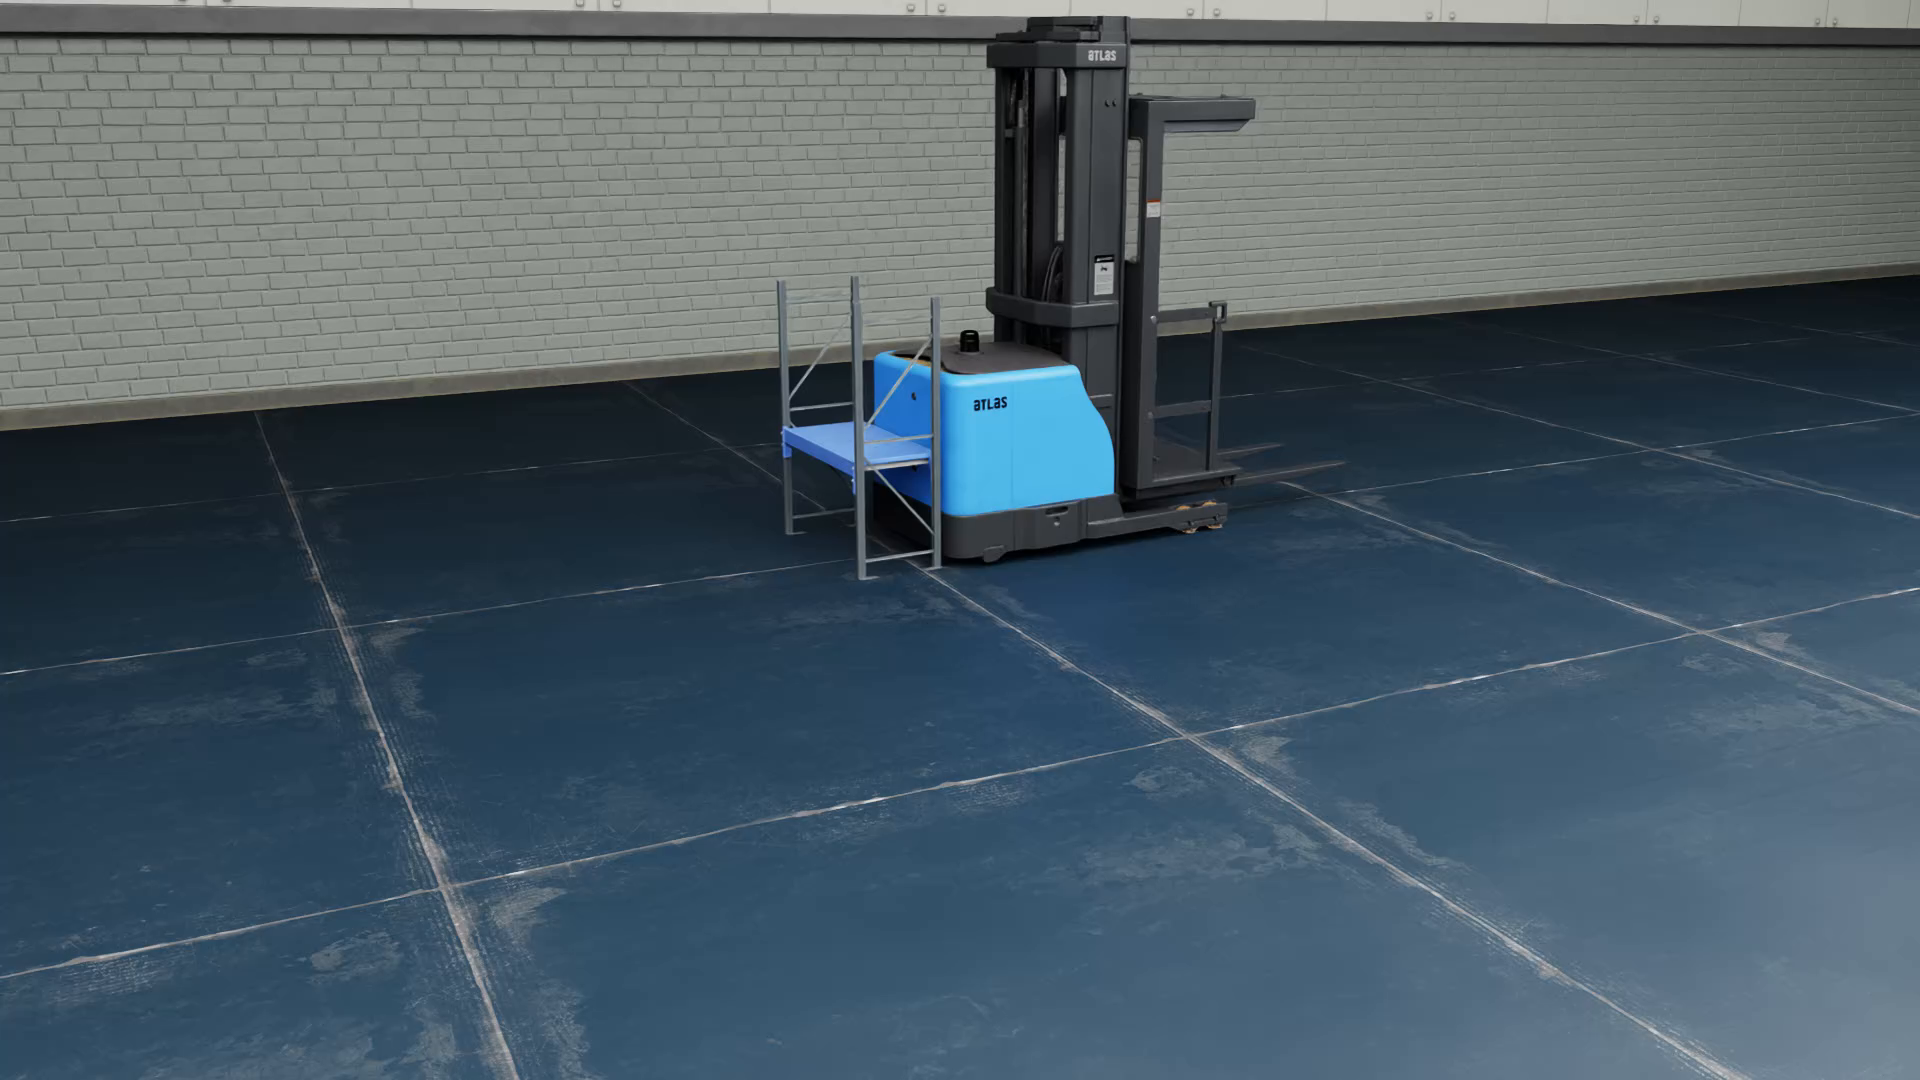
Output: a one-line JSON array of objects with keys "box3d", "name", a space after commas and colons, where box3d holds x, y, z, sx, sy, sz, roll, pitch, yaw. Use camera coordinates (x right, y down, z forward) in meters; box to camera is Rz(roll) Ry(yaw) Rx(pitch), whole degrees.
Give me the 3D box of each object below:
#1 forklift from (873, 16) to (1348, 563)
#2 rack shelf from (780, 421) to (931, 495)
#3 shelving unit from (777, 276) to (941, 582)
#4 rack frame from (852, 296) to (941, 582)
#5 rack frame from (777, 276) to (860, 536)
[{"box3d": [1.016, -1.561, 9.875, 3.031, 2.935, 1.130, -9, 18, -29], "name": "forklift"}, {"box3d": [-0.572, -0.484, 9.369, 0.538, 0.185, 1.000, -8, 18, -27], "name": "rack shelf"}, {"box3d": [-0.572, -0.657, 9.319, 0.538, 1.500, 1.048, -8, 18, -27], "name": "shelving unit"}, {"box3d": [-0.332, -0.533, 8.889, 0.500, 1.500, 0.032, -8, 18, -27], "name": "rack frame"}, {"box3d": [-0.812, -0.780, 9.750, 0.500, 1.500, 0.032, -8, 18, -27], "name": "rack frame"}]
